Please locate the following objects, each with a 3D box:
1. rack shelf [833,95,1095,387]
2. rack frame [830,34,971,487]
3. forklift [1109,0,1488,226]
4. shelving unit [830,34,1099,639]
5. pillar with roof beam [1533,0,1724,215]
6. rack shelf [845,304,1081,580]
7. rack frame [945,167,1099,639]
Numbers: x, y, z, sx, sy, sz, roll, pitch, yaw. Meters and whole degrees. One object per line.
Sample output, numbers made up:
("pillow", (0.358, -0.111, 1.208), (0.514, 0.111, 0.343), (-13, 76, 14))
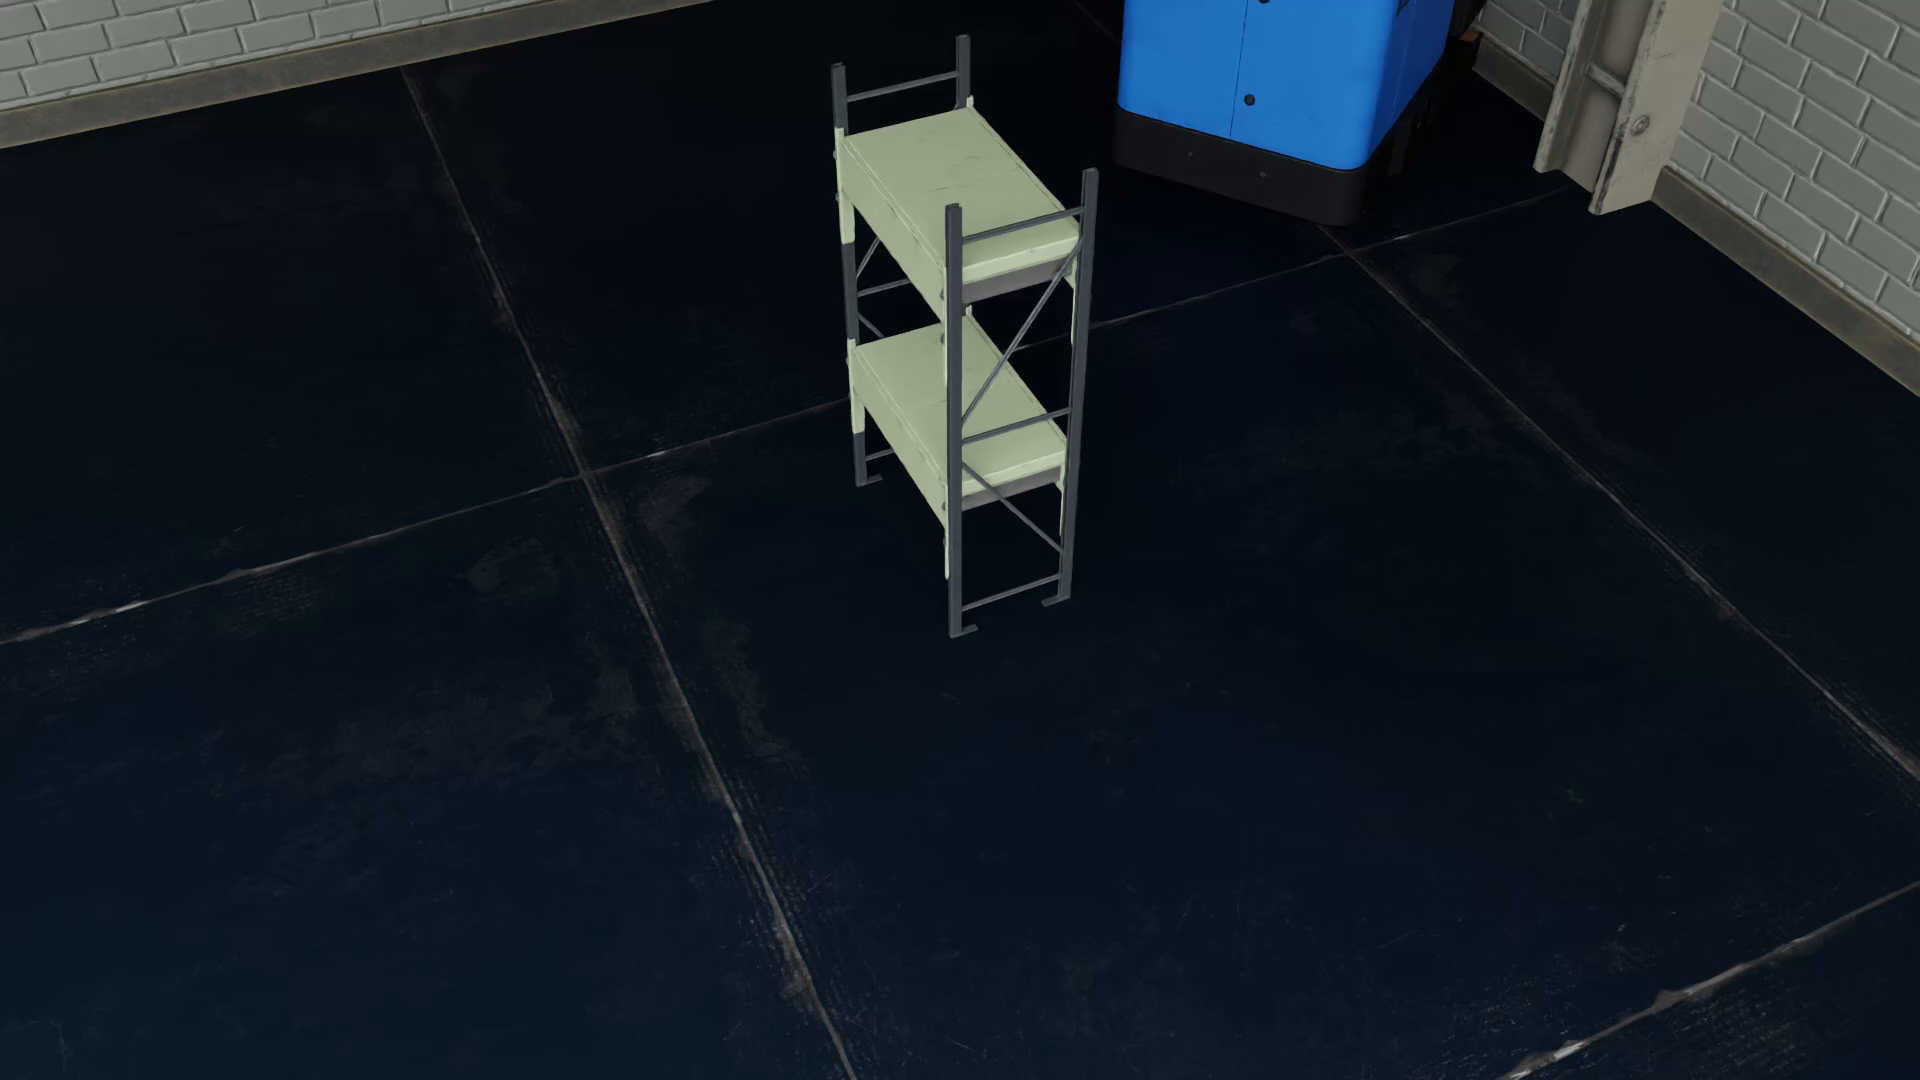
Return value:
("rack shelf", (-0.003, -0.816, 4.453), (0.431, 0.370, 0.720), (-18, 47, -17))
("rack frame", (-0.157, -0.771, 4.964), (0.400, 1.500, 0.023), (-18, 47, -17))
("forklift", (1.760, -3.274, 6.481), (1.130, 2.935, 3.031), (21, 48, 20))
("shelving unit", (-0.003, -0.538, 4.728), (0.431, 1.500, 0.755), (-18, 47, -17))
("pillar with roof beam", (-1.347, -3.379, 2.267), (9.100, 9.000, 0.400), (-18, 47, -17))
("rack shelf", (-0.003, -0.306, 4.957), (0.431, 0.370, 0.720), (-18, 47, -17))
("rack frame", (0.151, -0.305, 4.491), (0.400, 1.500, 0.023), (-18, 47, -17))
